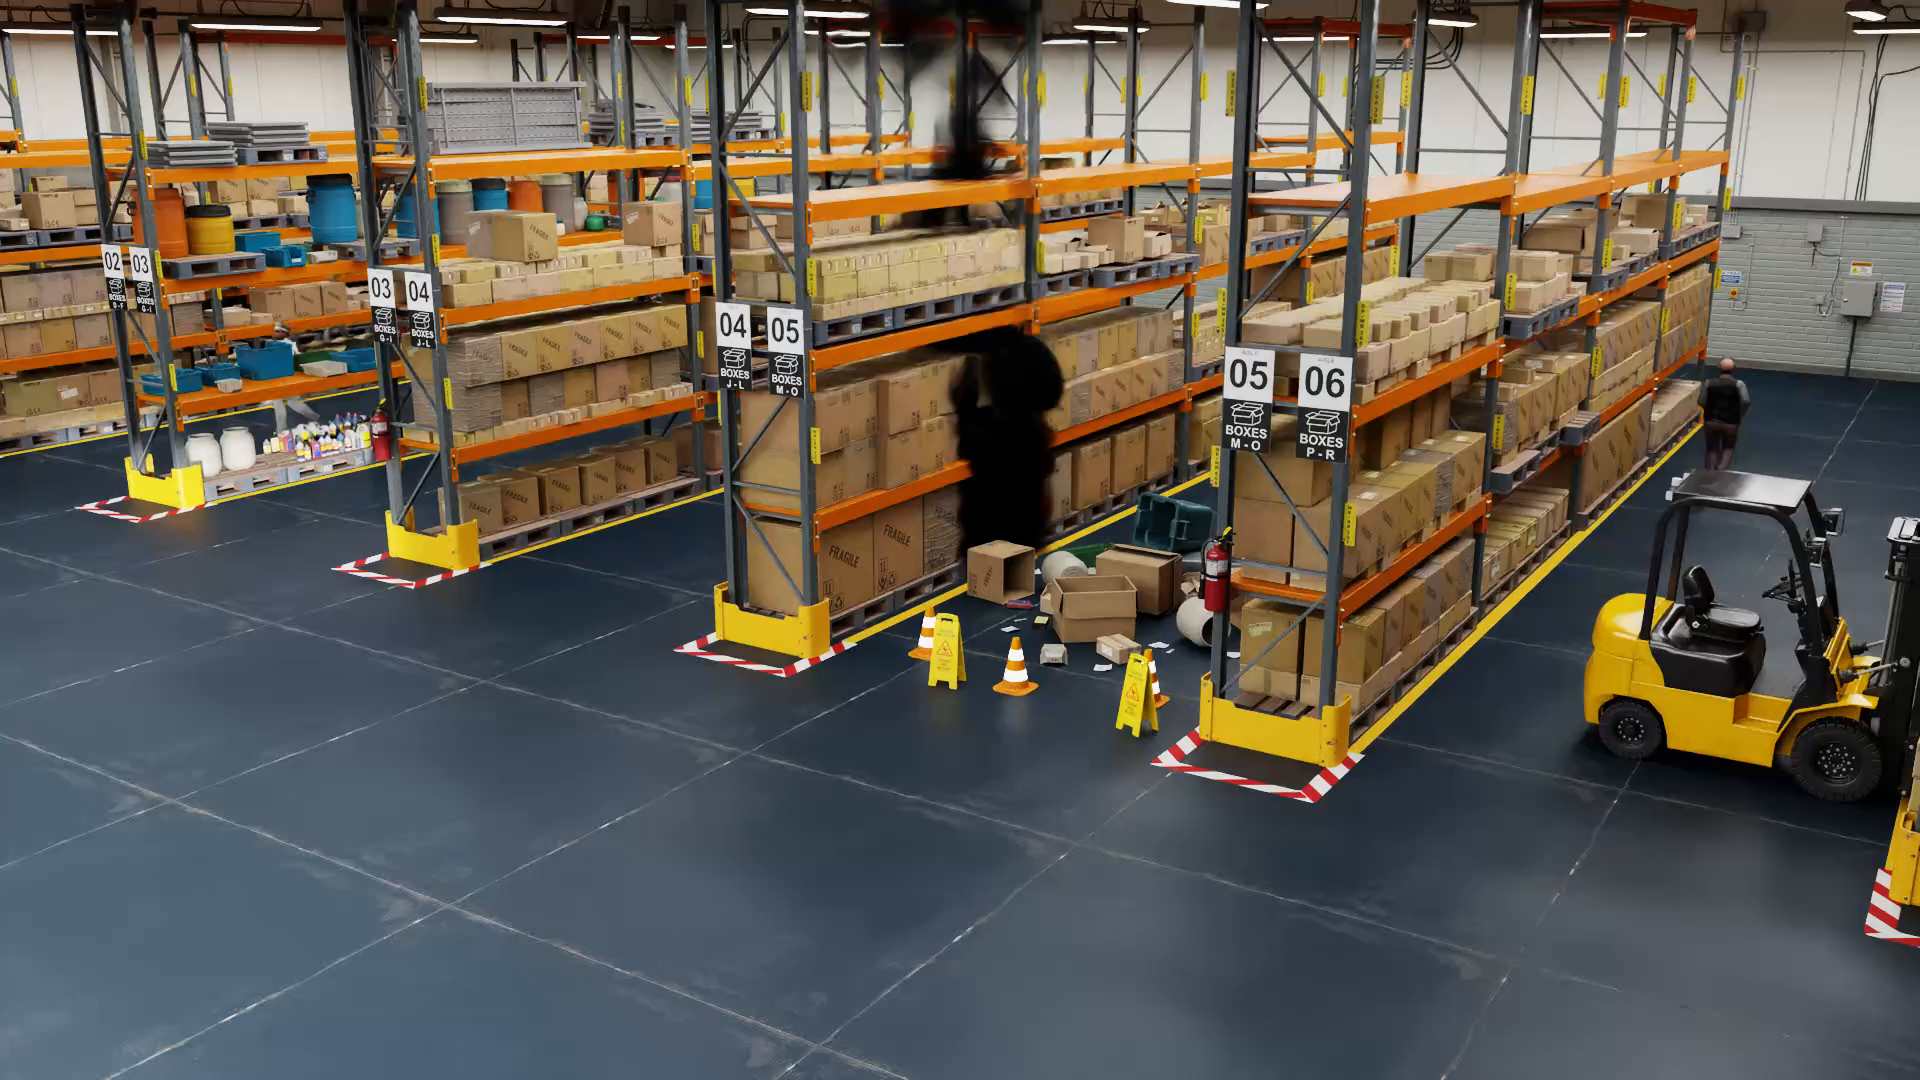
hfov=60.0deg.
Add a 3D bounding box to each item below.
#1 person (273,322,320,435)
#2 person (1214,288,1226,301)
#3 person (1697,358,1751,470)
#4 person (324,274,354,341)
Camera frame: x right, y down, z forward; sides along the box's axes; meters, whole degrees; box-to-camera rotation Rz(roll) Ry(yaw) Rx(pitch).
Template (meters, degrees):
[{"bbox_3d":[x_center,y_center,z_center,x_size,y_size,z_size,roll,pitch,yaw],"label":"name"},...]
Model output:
[{"bbox_3d":[-9.966,-2.384,24.695,0.592,1.744,0.747,10,18,32],"label":"person"},{"bbox_3d":[4.462,-3.382,28.065,0.694,1.760,0.854,14,21,41],"label":"person"},{"bbox_3d":[9.853,-1.506,21.491,0.642,1.706,0.542,9,18,30],"label":"person"},{"bbox_3d":[-11.683,-4.198,31.073,0.611,1.681,0.914,6,17,20],"label":"person"}]
